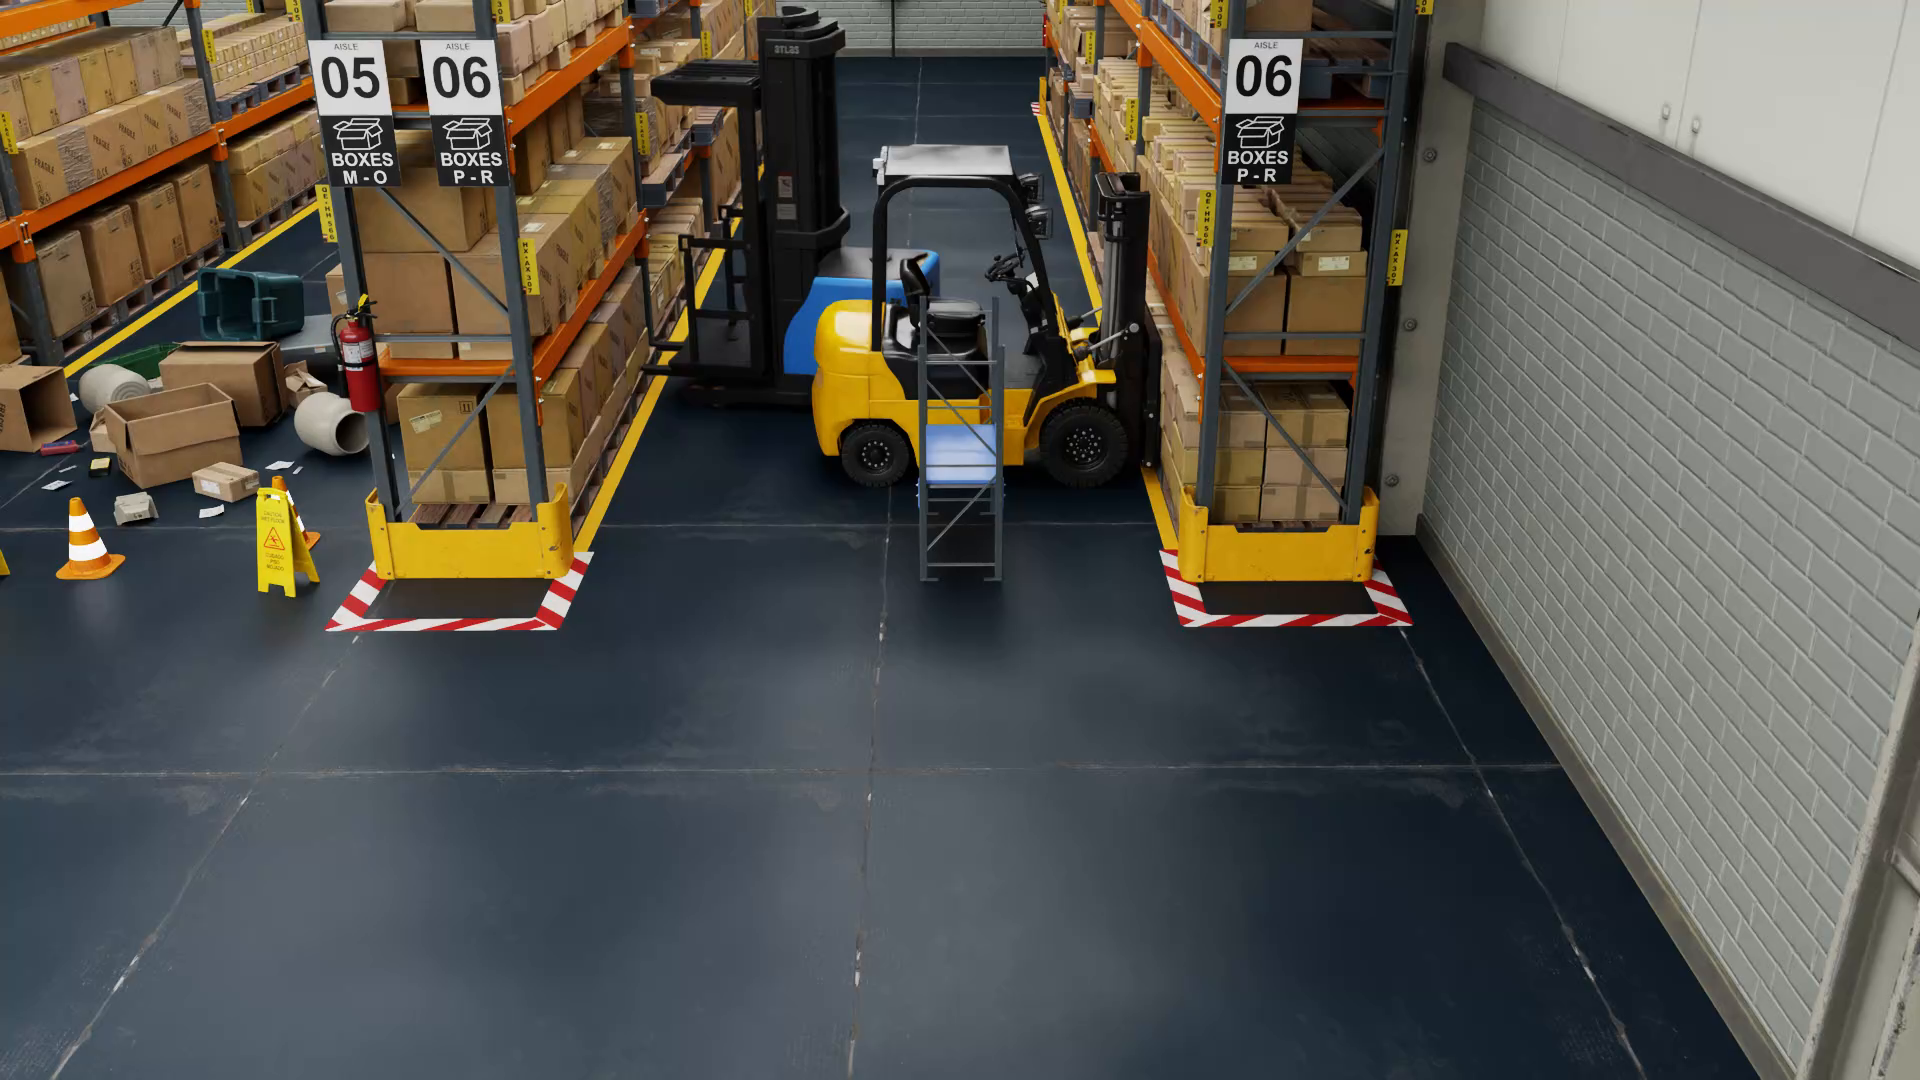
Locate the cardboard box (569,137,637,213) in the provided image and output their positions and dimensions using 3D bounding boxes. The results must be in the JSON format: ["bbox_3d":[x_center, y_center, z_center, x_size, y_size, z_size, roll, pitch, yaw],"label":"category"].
[{"bbox_3d":[-2.805,-2.815,12.851,0.500,0.500,0.500,-1,24,-2],"label":"cardboard box"}]

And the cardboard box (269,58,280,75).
[{"bbox_3d":[-7.871,-5.316,18.658,0.380,0.149,0.250,-1,24,-2],"label":"cardboard box"}]

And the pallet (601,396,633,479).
[{"bbox_3d":[-2.999,-0.764,12.184,1.003,0.211,1.213,0,24,-1],"label":"pallet"}]

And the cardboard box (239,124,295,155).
[{"bbox_3d":[-7.814,-4.492,18.656,0.500,0.250,0.500,0,24,0],"label":"cardboard box"}]

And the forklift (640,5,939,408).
[{"bbox_3d":[-1.717,-2.580,12.897,3.031,2.935,1.130,4,25,9],"label":"forklift"}]

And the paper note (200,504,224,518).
[{"bbox_3d":[-5.015,-0.195,11.144,0.148,0.019,0.142,-9,26,-19],"label":"paper note"}]

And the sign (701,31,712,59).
[{"bbox_3d":[-2.559,-4.962,16.771,0.100,0.325,0.005,0,24,-1],"label":"sign"}]

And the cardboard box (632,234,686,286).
[{"bbox_3d":[-3.087,-2.608,15.556,0.950,0.372,0.625,1,24,1],"label":"cardboard box"}]

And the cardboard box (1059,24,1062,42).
[{"bbox_3d":[1.548,-6.618,21.564,0.500,0.250,0.500,0,24,0],"label":"cardboard box"}]

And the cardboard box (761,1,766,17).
[{"bbox_3d":[-2.895,-6.977,22.414,0.500,0.500,0.500,0,24,1],"label":"cardboard box"}]

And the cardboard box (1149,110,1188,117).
[{"bbox_3d":[1.708,-3.527,14.001,0.380,0.149,0.250,0,24,-1],"label":"cardboard box"}]

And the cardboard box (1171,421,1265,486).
[{"bbox_3d":[1.631,-0.557,10.561,0.500,0.250,0.500,-1,24,-1],"label":"cardboard box"}]

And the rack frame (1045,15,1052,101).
[{"bbox_3d":[1.774,-7.784,24.321,1.000,3.000,0.127,0,24,-1],"label":"rack frame"}]

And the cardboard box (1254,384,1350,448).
[{"bbox_3d":[2.133,-0.784,10.457,0.500,0.250,0.500,-1,24,-1],"label":"cardboard box"}]

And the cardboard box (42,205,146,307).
[{"bbox_3d":[-8.110,-2.571,15.014,1.050,0.750,0.750,0,24,-1],"label":"cardboard box"}]

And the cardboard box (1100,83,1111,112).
[{"bbox_3d":[1.626,-4.257,16.097,0.500,0.250,0.500,0,24,1],"label":"cardboard box"}]

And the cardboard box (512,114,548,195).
[{"bbox_3d":[-3.212,-2.638,11.247,0.700,0.500,0.500,0,24,-1],"label":"cardboard box"}]

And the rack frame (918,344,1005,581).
[{"bbox_3d":[0.006,-0.439,9.900,0.500,1.500,0.032,0,24,-1],"label":"rack frame"}]

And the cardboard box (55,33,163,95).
[{"bbox_3d":[-8.049,-4.508,15.742,0.700,0.500,0.500,-1,24,-1],"label":"cardboard box"}]

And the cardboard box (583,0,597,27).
[{"bbox_3d":[-2.787,-3.650,11.362,0.500,0.250,0.500,-1,24,-1],"label":"cardboard box"}]

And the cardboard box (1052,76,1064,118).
[{"bbox_3d":[1.657,-6.232,23.412,0.700,0.500,0.500,1,24,2],"label":"cardboard box"}]

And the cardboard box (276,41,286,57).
[{"bbox_3d":[-7.874,-5.554,18.825,0.380,0.149,0.250,0,24,0],"label":"cardboard box"}]

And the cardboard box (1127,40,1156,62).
[{"bbox_3d":[2.012,-4.937,17.396,0.500,0.500,0.500,1,24,2],"label":"cardboard box"}]

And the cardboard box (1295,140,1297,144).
[{"bbox_3d":[2.254,-2.870,12.187,0.380,0.149,0.250,-1,24,-2],"label":"cardboard box"}]

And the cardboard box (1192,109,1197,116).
[{"bbox_3d":[2.163,-3.540,14.028,0.380,0.149,0.250,0,24,-1],"label":"cardboard box"}]

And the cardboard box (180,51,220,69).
[{"bbox_3d":[-7.862,-4.941,17.108,0.380,0.149,0.250,0,24,0],"label":"cardboard box"}]

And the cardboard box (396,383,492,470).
[{"bbox_3d":[-3.284,-0.776,10.744,0.500,0.500,0.500,0,24,0],"label":"cardboard box"}]

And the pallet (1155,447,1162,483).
[{"bbox_3d":[1.888,-0.737,12.123,1.003,0.211,1.213,0,24,-1],"label":"pallet"}]

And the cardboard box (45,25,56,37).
[{"bbox_3d":[-12.753,-7.035,22.970,0.380,0.149,0.250,-1,24,-2],"label":"cardboard box"}]

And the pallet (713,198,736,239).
[{"bbox_3d":[-3.035,-3.518,18.273,1.003,0.211,1.213,0,24,-1],"label":"pallet"}]

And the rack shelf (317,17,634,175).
[{"bbox_3d":[-3.036,-3.030,11.043,1.077,0.370,4.000,0,24,-1],"label":"rack shelf"}]

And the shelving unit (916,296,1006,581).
[{"bbox_3d":[0.001,-0.648,10.363,0.538,1.500,1.048,0,24,-1],"label":"shelving unit"}]

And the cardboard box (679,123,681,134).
[{"bbox_3d":[-2.767,-3.768,15.237,0.380,0.149,0.250,-1,24,-2],"label":"cardboard box"}]

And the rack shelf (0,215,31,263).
[{"bbox_3d":[-7.985,-1.600,11.520,1.077,0.370,4.000,0,24,-1],"label":"rack shelf"}]

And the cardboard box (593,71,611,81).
[{"bbox_3d":[-3.299,-3.794,14.507,0.500,0.500,0.500,1,24,1],"label":"cardboard box"}]

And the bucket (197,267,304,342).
[{"bbox_3d":[-5.700,-1.907,13.454,0.726,0.611,0.620,8,16,18],"label":"bucket"}]

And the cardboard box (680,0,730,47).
[{"bbox_3d":[-2.870,-5.795,18.588,0.500,0.500,0.500,0,24,0],"label":"cardboard box"}]

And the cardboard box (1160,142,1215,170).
[{"bbox_3d":[1.647,-2.757,11.937,0.380,0.149,0.250,-1,24,-1],"label":"cardboard box"}]

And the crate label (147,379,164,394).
[{"bbox_3d":[-6.397,-1.179,13.190,0.298,0.136,0.250,-19,31,-36],"label":"crate label"}]

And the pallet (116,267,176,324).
[{"bbox_3d":[-8.107,-2.303,15.585,1.003,0.211,1.213,0,24,-1],"label":"pallet"}]

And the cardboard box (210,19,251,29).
[{"bbox_3d":[-8.540,-6.011,19.474,0.380,0.149,0.250,0,24,0],"label":"cardboard box"}]

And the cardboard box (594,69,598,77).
[{"bbox_3d":[-3.336,-4.069,14.329,0.380,0.149,0.250,-1,24,-3],"label":"cardboard box"}]

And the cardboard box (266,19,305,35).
[{"bbox_3d":[-7.890,-6.014,19.481,0.380,0.149,0.250,-1,24,-2],"label":"cardboard box"}]

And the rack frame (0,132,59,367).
[{"bbox_3d":[-8.007,-2.752,13.194,1.000,3.000,0.127,0,24,-1],"label":"rack frame"}]

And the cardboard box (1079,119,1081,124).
[{"bbox_3d":[1.650,-5.115,20.157,0.380,0.149,0.250,-1,24,-3],"label":"cardboard box"}]

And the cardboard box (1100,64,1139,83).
[{"bbox_3d":[1.575,-4.586,16.341,0.380,0.149,0.250,0,24,1],"label":"cardboard box"}]

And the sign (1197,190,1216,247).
[{"bbox_3d":[1.406,-1.830,9.463,0.100,0.325,0.005,0,24,-1],"label":"sign"}]

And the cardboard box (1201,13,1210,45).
[{"bbox_3d":[1.636,-3.020,9.822,0.380,0.149,0.250,-1,24,-2],"label":"cardboard box"}]

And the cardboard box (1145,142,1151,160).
[{"bbox_3d":[1.646,-3.048,12.941,0.380,0.149,0.250,-1,24,-1],"label":"cardboard box"}]

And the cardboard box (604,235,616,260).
[{"bbox_3d":[-2.736,-2.151,12.171,0.380,0.149,0.250,-1,24,-1],"label":"cardboard box"}]

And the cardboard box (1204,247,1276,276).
[{"bbox_3d":[1.665,-1.674,9.902,0.380,0.149,0.250,0,24,0],"label":"cardboard box"}]

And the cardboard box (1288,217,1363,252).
[{"bbox_3d":[2.159,-1.807,9.836,0.380,0.149,0.250,-1,24,-2],"label":"cardboard box"}]

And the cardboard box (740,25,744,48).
[{"bbox_3d":[-2.898,-6.091,20.152,0.500,0.250,0.500,0,24,-1],"label":"cardboard box"}]

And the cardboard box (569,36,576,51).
[{"bbox_3d":[-2.834,-3.408,11.309,0.380,0.149,0.250,0,24,1],"label":"cardboard box"}]
